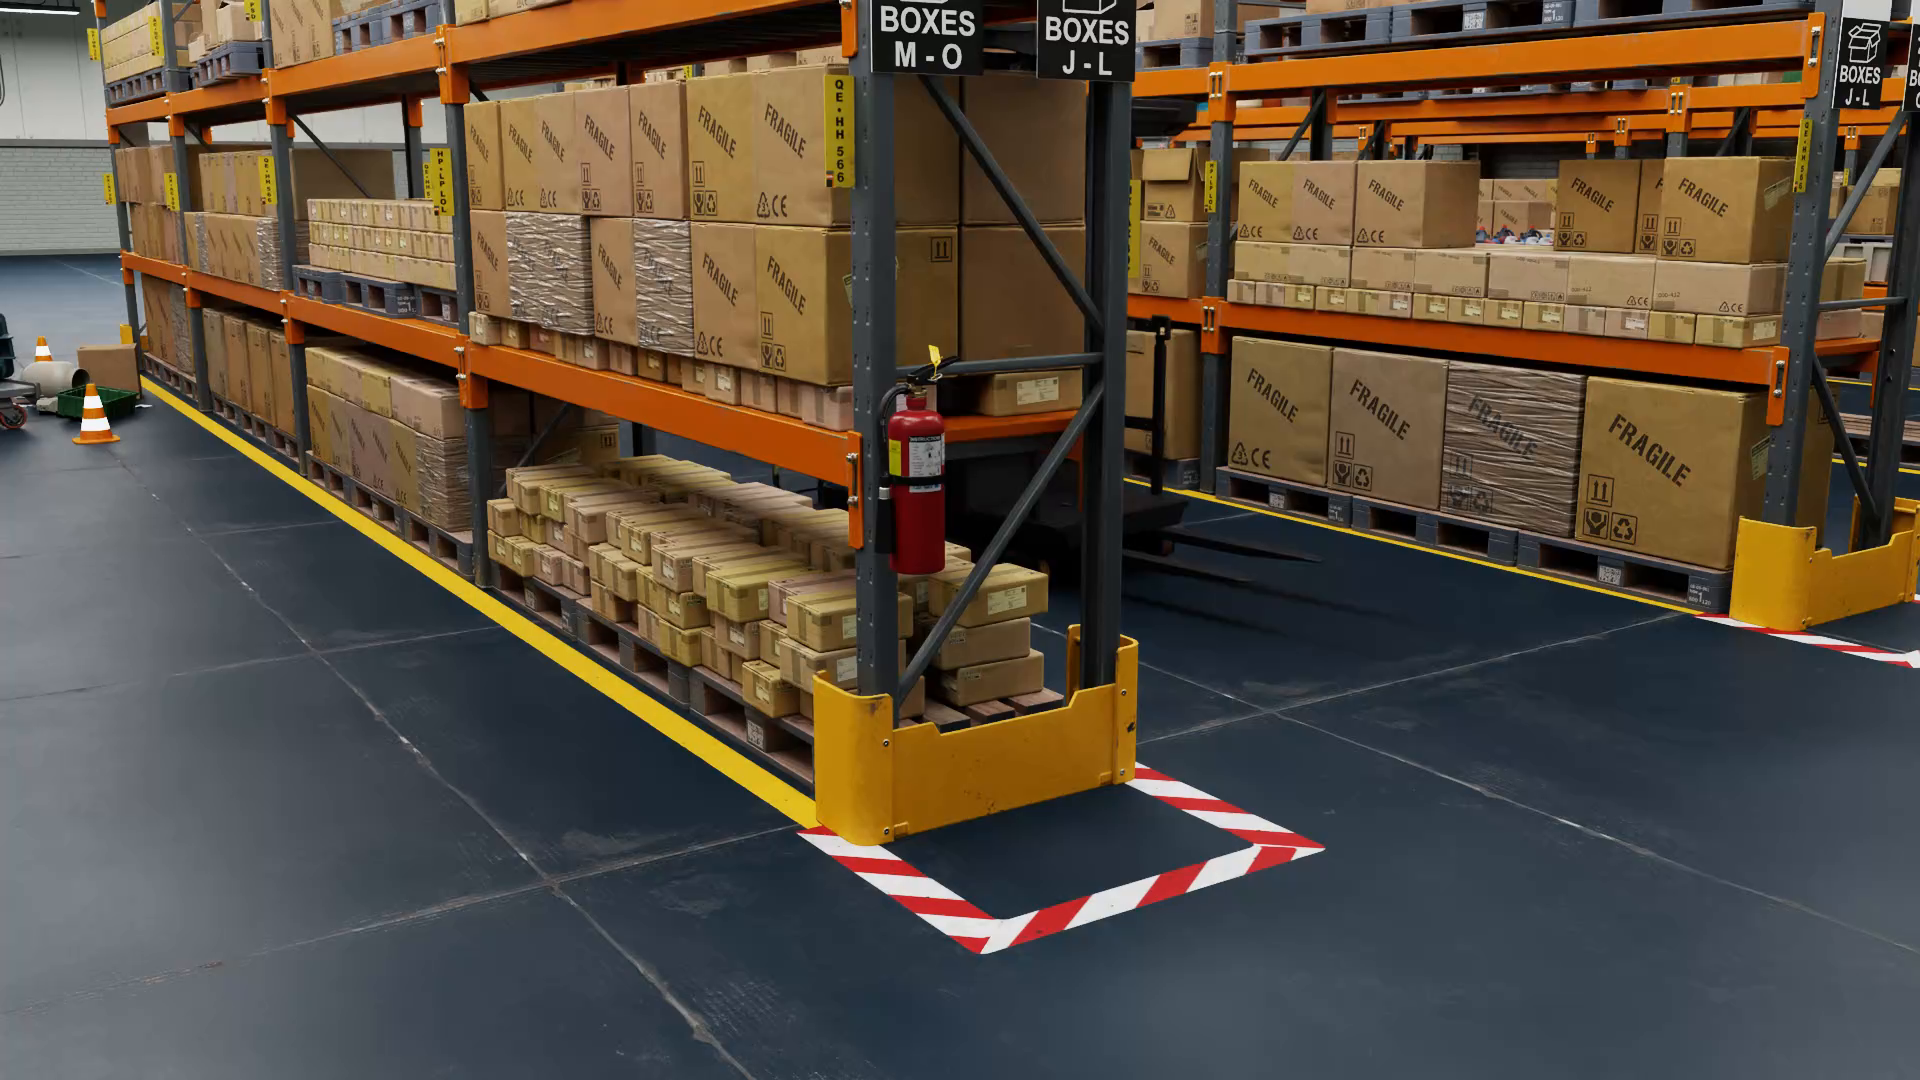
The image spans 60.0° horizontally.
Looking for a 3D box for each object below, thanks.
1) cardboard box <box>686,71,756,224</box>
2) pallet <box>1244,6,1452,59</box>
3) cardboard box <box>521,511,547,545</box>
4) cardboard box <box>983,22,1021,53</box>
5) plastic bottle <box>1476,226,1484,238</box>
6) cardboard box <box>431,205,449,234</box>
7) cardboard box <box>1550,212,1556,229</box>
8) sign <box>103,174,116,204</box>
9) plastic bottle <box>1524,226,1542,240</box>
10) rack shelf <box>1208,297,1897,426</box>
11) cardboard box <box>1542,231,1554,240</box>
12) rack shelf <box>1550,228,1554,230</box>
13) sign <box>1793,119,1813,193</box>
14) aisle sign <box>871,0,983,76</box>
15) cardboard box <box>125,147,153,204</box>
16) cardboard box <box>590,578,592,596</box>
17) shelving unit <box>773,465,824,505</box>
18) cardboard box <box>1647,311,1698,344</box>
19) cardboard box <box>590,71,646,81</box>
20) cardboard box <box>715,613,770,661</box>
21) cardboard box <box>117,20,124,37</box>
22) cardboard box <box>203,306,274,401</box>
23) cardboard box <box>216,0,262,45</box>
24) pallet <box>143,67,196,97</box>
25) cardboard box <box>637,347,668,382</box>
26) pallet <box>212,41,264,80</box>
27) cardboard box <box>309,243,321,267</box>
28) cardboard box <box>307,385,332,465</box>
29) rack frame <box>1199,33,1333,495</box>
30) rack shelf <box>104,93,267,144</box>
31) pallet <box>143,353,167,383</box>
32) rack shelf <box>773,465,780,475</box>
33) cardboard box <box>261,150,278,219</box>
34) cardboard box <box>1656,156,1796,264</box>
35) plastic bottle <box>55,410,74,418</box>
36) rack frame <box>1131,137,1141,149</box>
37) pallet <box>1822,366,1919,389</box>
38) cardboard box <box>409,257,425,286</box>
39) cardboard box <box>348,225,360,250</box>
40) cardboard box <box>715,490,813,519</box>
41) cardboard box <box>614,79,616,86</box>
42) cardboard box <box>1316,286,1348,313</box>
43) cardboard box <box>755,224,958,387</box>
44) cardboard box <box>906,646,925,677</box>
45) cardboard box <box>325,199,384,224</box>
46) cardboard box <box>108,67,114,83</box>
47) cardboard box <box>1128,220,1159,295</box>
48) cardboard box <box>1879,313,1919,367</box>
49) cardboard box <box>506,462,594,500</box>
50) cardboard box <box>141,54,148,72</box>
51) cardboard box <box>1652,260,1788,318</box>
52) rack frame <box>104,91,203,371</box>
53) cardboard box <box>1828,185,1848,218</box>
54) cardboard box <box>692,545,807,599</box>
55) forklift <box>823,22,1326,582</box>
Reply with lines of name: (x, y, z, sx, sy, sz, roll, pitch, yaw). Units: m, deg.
cardboard box: (-0.627, -1.385, 5.901, 0.500, 0.500, 0.500, -9, 15, -35)
pallet: (2.528, -3.116, 10.275, 1.003, 0.211, 1.213, -8, 15, -33)
cardboard box: (-1.953, -0.092, 8.257, 0.380, 0.149, 0.250, -8, 15, -32)
cardboard box: (0.265, -4.173, 13.676, 0.797, 0.503, 0.637, -7, 14, -29)
plastic bottle: (4.867, -2.765, 15.601, 0.144, 0.351, 0.185, -8, 15, -33)
cardboard box: (-2.636, -1.740, 9.011, 0.380, 0.149, 0.250, -9, 15, -34)
cardboard box: (9.507, -5.007, 26.041, 0.500, 0.250, 0.500, -8, 15, -33)
sign: (-9.216, -3.802, 18.017, 0.100, 0.325, 0.005, -8, 15, -33)
plastic bottle: (5.433, -2.799, 15.757, 0.144, 0.351, 0.185, -8, 15, -33)
rack shelf: (3.191, -1.133, 9.707, 1.077, 0.370, 4.000, -8, 15, -33)
cardboard box: (7.388, -3.728, 20.477, 0.380, 0.149, 0.250, -8, 15, -33)
rack shelf: (8.913, -5.026, 27.509, 1.077, 0.370, 4.000, -8, 15, -33)
sign: (3.840, -1.749, 7.572, 0.100, 0.325, 0.005, -8, 15, -33)
aisle sign: (-0.095, -1.781, 4.902, 0.394, 0.787, 0.004, -8, 15, -33)
cardboard box: (-7.998, -3.733, 17.033, 0.875, 0.550, 0.550, -8, 15, -33)
cardboard box: (-1.479, 0.187, 7.674, 0.380, 0.149, 0.250, -9, 15, -35)
shelving unit: (-0.797, -0.890, 10.422, 0.431, 1.500, 0.755, -11, 17, -42)
cardboard box: (3.683, -1.077, 8.352, 0.380, 0.149, 0.250, -8, 15, -32)
cardboard box: (-3.968, -5.582, 19.246, 0.500, 0.500, 0.500, -8, 15, -33)
cardboard box: (-0.705, 0.330, 6.325, 0.380, 0.149, 0.250, -9, 15, -35)
cardboard box: (-8.127, -5.068, 16.501, 0.380, 0.149, 0.250, -8, 15, -33)
cardboard box: (-6.115, -1.701, 14.900, 1.050, 0.750, 0.750, -8, 15, -33)
cardboard box: (-5.147, -3.809, 12.228, 0.500, 0.311, 0.500, -8, 15, -33)
pallet: (-6.979, -4.263, 15.520, 1.003, 0.211, 1.213, -8, 15, -33)
cardboard box: (-1.103, -0.747, 6.842, 0.380, 0.149, 0.250, -8, 15, -32)
pallet: (-4.719, -3.464, 12.102, 1.213, 0.211, 1.003, -7, 14, -30)
cardboard box: (-4.238, -1.962, 11.416, 0.380, 0.149, 0.250, -8, 15, -34)
cardboard box: (-4.138, -0.811, 11.416, 0.500, 0.500, 0.500, -9, 15, -35)
rack frame: (2.083, -1.840, 11.257, 1.000, 3.000, 0.127, -8, 15, -33)
rack shelf: (-7.642, -4.164, 16.543, 1.077, 0.370, 4.000, -8, 15, -33)
pallet: (-8.242, -1.910, 18.103, 1.003, 0.211, 1.213, -8, 15, -33)
rack shelf: (-0.797, -0.572, 10.492, 0.431, 0.370, 0.720, -11, 17, -42)
cardboard box: (-4.840, -2.691, 12.571, 0.700, 0.500, 0.500, -8, 15, -34)
cardboard box: (3.811, -1.623, 8.162, 0.500, 0.500, 0.500, -8, 15, -32)
plastic bottle: (-7.944, -1.129, 14.882, 0.283, 0.061, 0.133, 6, 14, 26)
rack frame: (1.774, -3.849, 20.443, 1.000, 3.000, 0.127, -8, 15, -33)
pallet: (9.850, -1.790, 17.554, 1.003, 0.211, 1.213, -8, 15, -33)
cardboard box: (-2.906, -1.536, 9.471, 0.380, 0.149, 0.250, -9, 15, -36)
cardboard box: (-3.638, -1.916, 10.513, 0.380, 0.149, 0.250, -8, 15, -33)
cardboard box: (-0.904, -0.119, 7.681, 0.380, 0.149, 0.250, -9, 15, -35)
cardboard box: (-3.736, -5.211, 19.066, 0.380, 0.149, 0.250, -8, 15, -33)
cardboard box: (2.409, -1.486, 10.222, 0.380, 0.149, 0.250, -9, 15, -34)
cardboard box: (-0.349, -0.804, 5.585, 0.500, 0.500, 0.500, -8, 15, -32)
cardboard box: (-0.123, 0.460, 6.429, 0.380, 0.149, 0.250, -8, 15, -33)
cardboard box: (-3.940, -2.159, 10.926, 0.380, 0.149, 0.250, -8, 15, -33)
cardboard box: (-8.686, -4.858, 17.405, 0.380, 0.149, 0.250, -8, 15, -32)
cardboard box: (1.328, -2.029, 11.885, 0.500, 0.500, 0.500, -8, 14, -31)
cardboard box: (9.820, -2.060, 17.082, 0.500, 0.500, 0.500, -8, 15, -33)
cardboard box: (-2.083, -0.289, 8.458, 0.380, 0.149, 0.250, -7, 14, -30)
cardboard box: (-7.428, -4.454, 15.556, 0.380, 0.149, 0.250, -8, 15, -33)
cardboard box: (3.810, -1.256, 8.238, 0.500, 0.250, 0.500, -8, 15, -34)
rack frame: (-8.751, -3.406, 18.413, 1.000, 3.000, 0.127, -8, 15, -33)
cardboard box: (9.302, -3.573, 17.963, 0.500, 0.500, 0.700, 11, 16, 41)
cardboard box: (-0.821, 0.137, 6.513, 0.380, 0.149, 0.250, -9, 15, -35)
forklift: (0.561, -1.302, 8.953, 1.130, 2.935, 3.031, -11, 17, -42)
